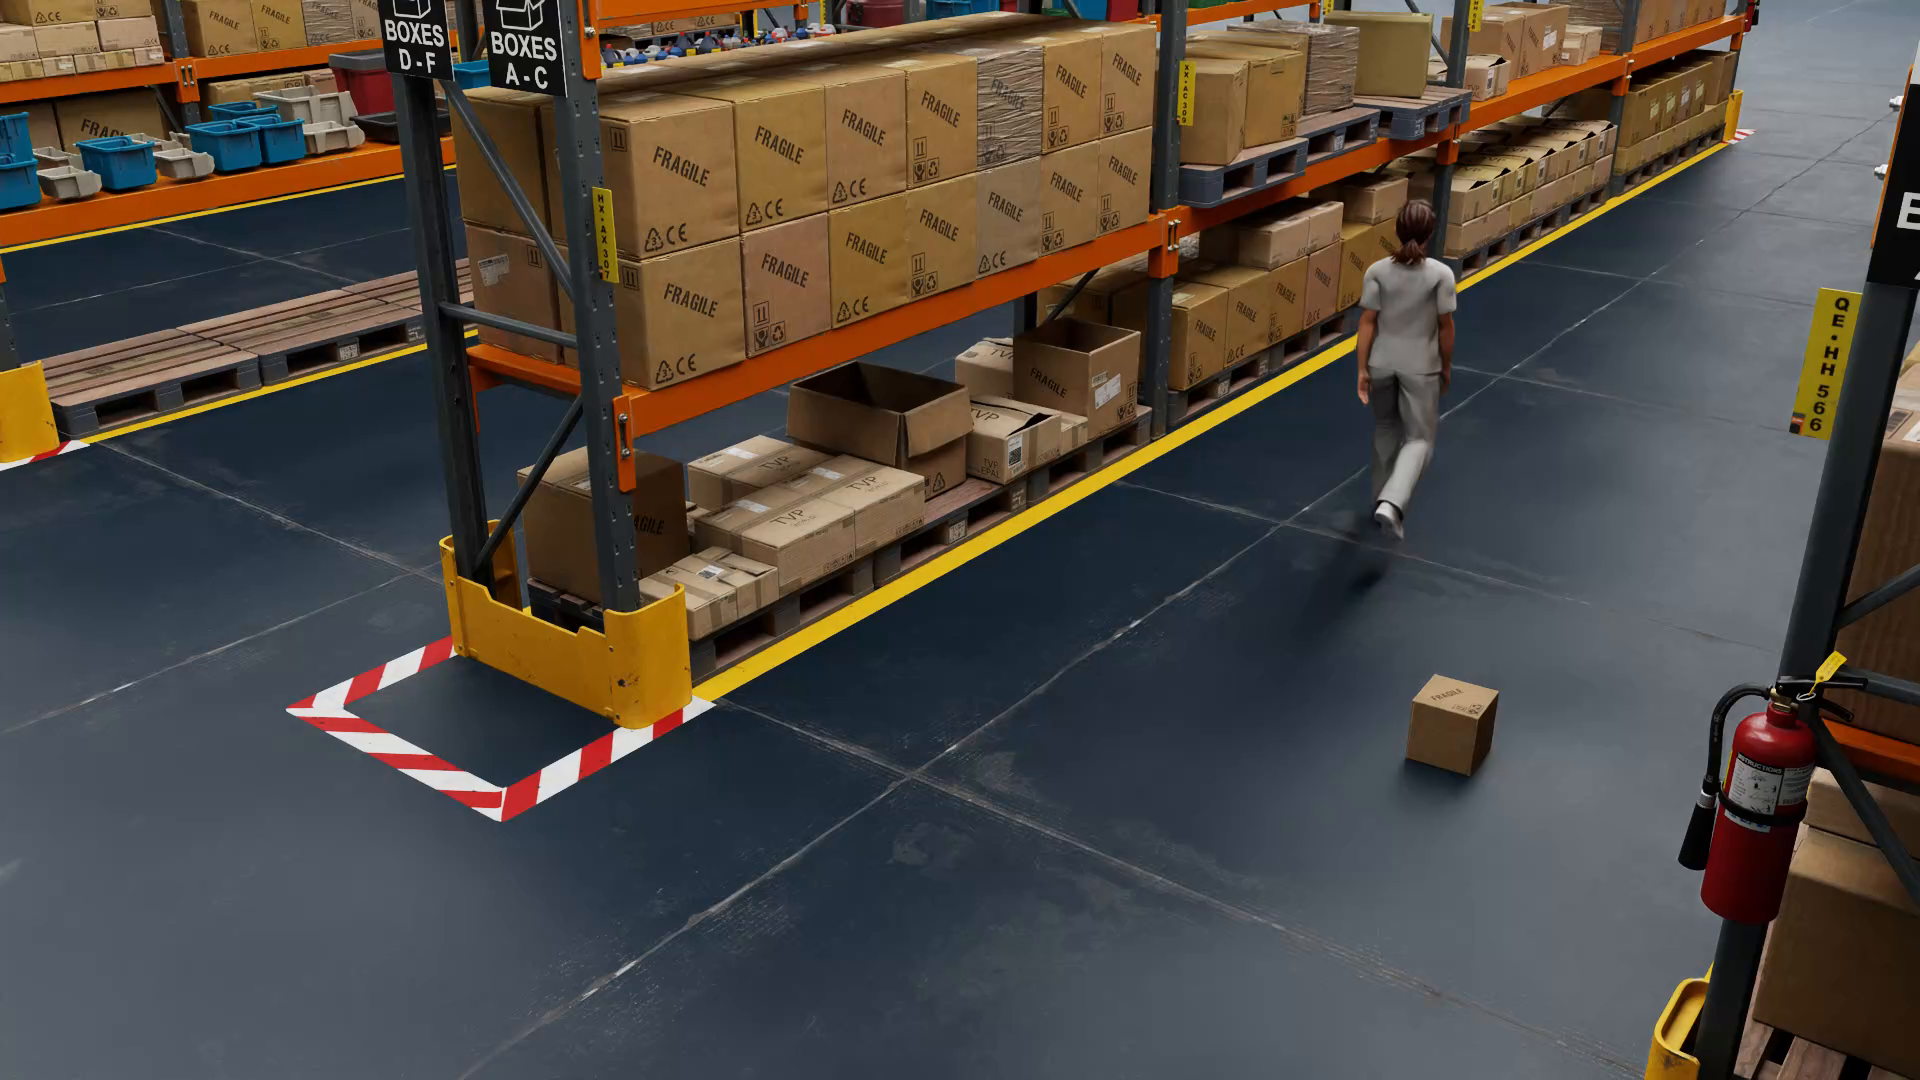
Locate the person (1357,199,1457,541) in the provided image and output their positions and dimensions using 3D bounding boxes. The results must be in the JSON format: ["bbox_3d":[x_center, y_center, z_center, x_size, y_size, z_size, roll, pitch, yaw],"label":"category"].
[{"bbox_3d":[2.093,-0.799,7.905,0.438,1.635,0.879,12,26,25],"label":"person"}]
